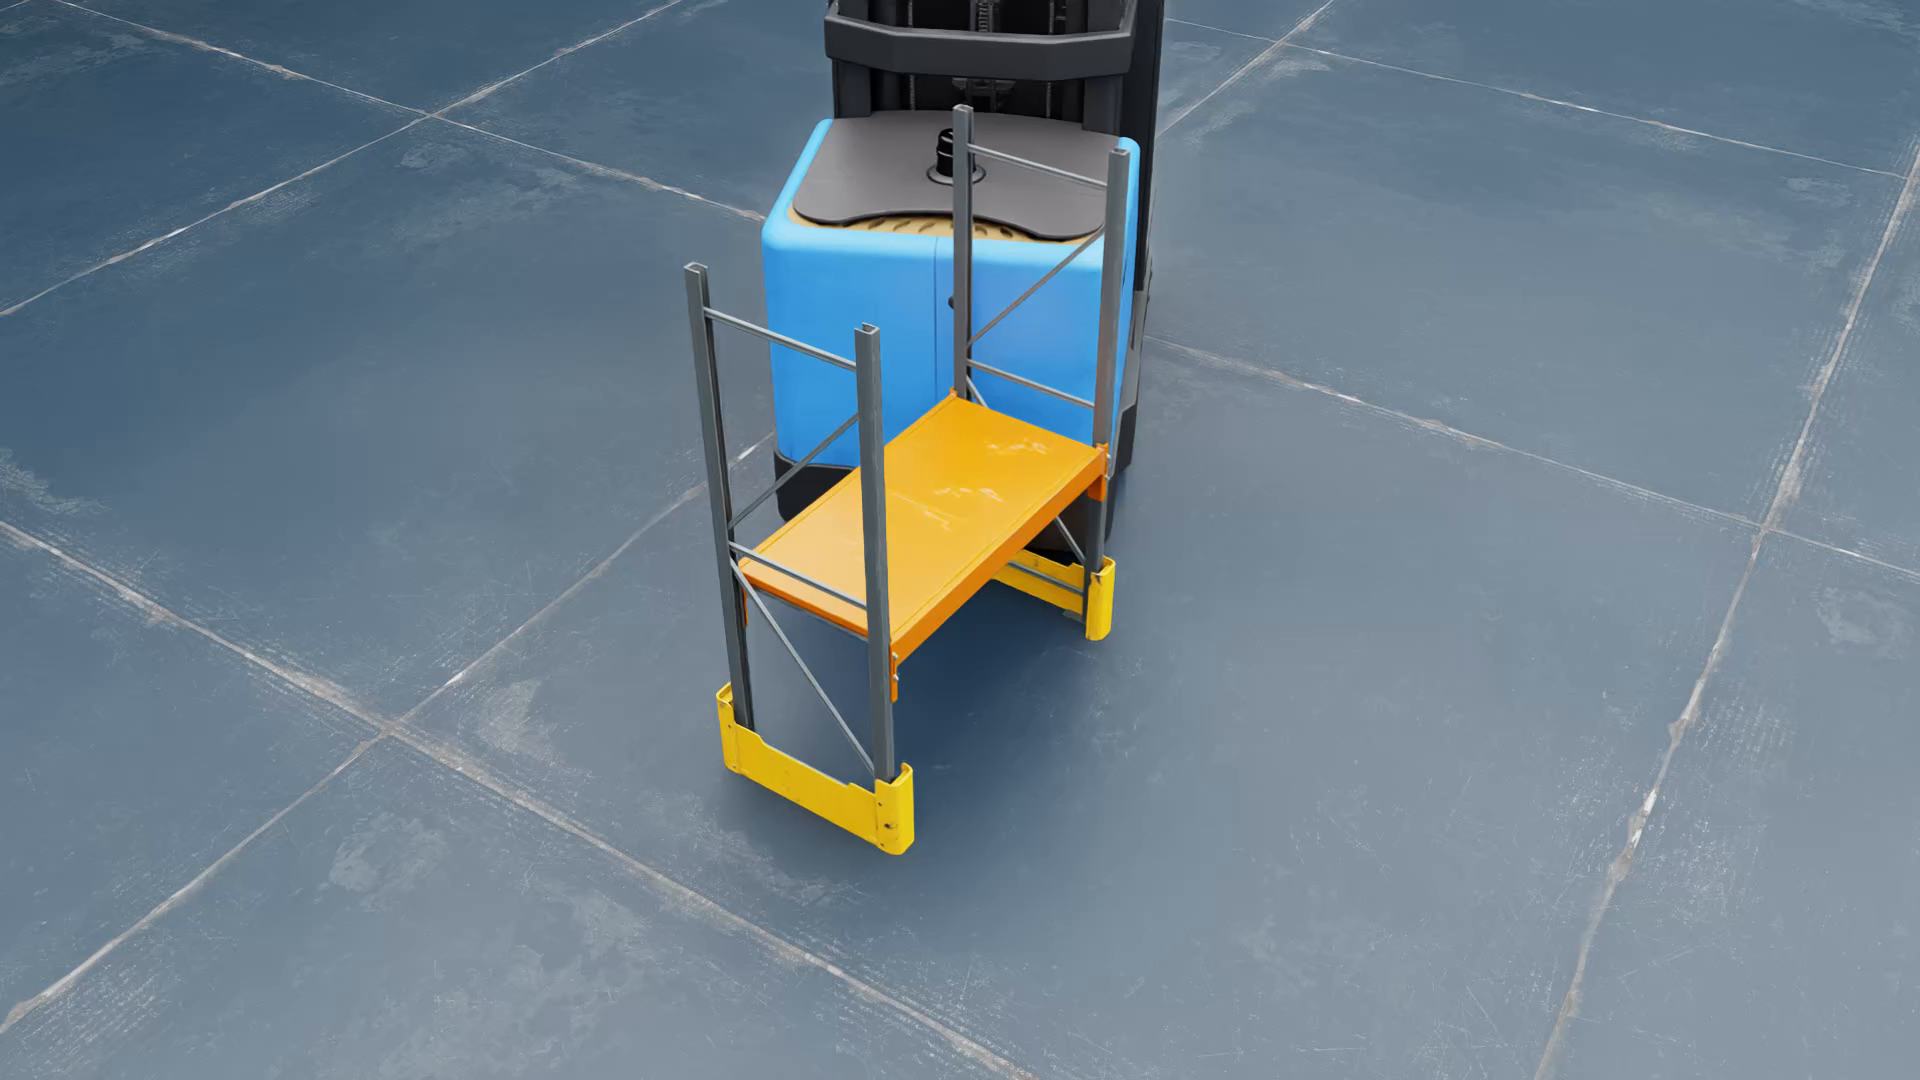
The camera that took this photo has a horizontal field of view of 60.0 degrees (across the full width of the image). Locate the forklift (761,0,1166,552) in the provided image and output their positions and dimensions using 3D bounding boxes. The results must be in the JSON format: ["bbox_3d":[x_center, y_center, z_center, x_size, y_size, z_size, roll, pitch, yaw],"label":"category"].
[{"bbox_3d":[0.154,-2.019,5.469,1.130,2.935,3.031,5,38,7],"label":"forklift"}]

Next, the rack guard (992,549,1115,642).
[{"bbox_3d":[0.186,0.082,4.940,0.587,0.250,0.087,23,43,26],"label":"rack guard"}]

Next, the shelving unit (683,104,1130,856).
[{"bbox_3d":[-0.095,-0.162,4.232,0.587,1.500,1.083,23,43,26],"label":"shelving unit"}]

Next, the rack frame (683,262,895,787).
[{"bbox_3d":[-0.376,0.090,3.905,0.500,1.500,0.032,23,43,26],"label":"rack frame"}]

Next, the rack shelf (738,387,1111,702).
[{"bbox_3d":[-0.090,-0.024,4.348,0.538,0.185,1.000,23,43,26],"label":"rack shelf"}]

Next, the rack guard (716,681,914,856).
[{"bbox_3d":[-0.375,0.584,4.288,0.587,0.250,0.087,23,43,26],"label":"rack guard"}]

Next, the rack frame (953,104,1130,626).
[{"bbox_3d":[0.197,-0.423,4.571,0.500,1.500,0.032,23,43,26],"label":"rack frame"}]
